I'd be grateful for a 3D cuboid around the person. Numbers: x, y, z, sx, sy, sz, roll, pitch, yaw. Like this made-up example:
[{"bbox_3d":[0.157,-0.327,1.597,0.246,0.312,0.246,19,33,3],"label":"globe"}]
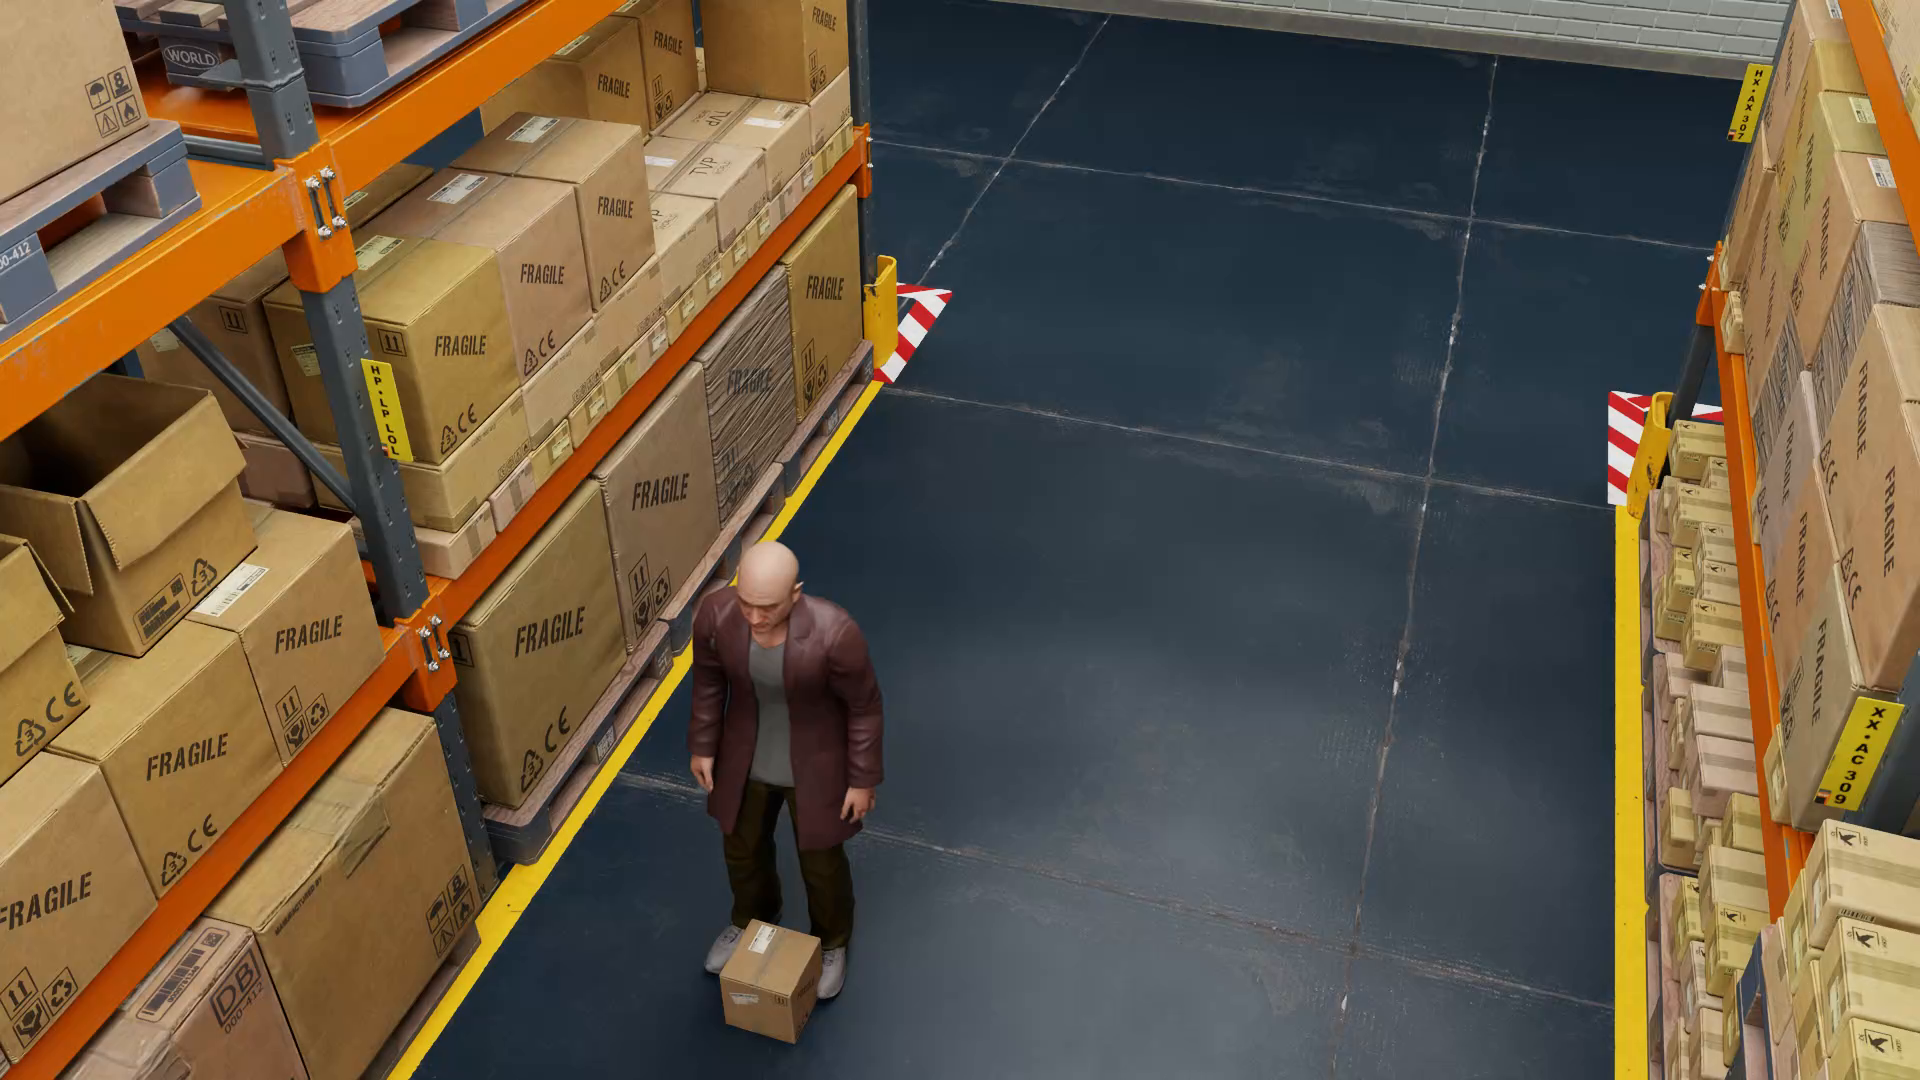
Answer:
[{"bbox_3d":[-0.548,0.700,5.217,0.650,1.774,0.418,10,38,13],"label":"person"}]
